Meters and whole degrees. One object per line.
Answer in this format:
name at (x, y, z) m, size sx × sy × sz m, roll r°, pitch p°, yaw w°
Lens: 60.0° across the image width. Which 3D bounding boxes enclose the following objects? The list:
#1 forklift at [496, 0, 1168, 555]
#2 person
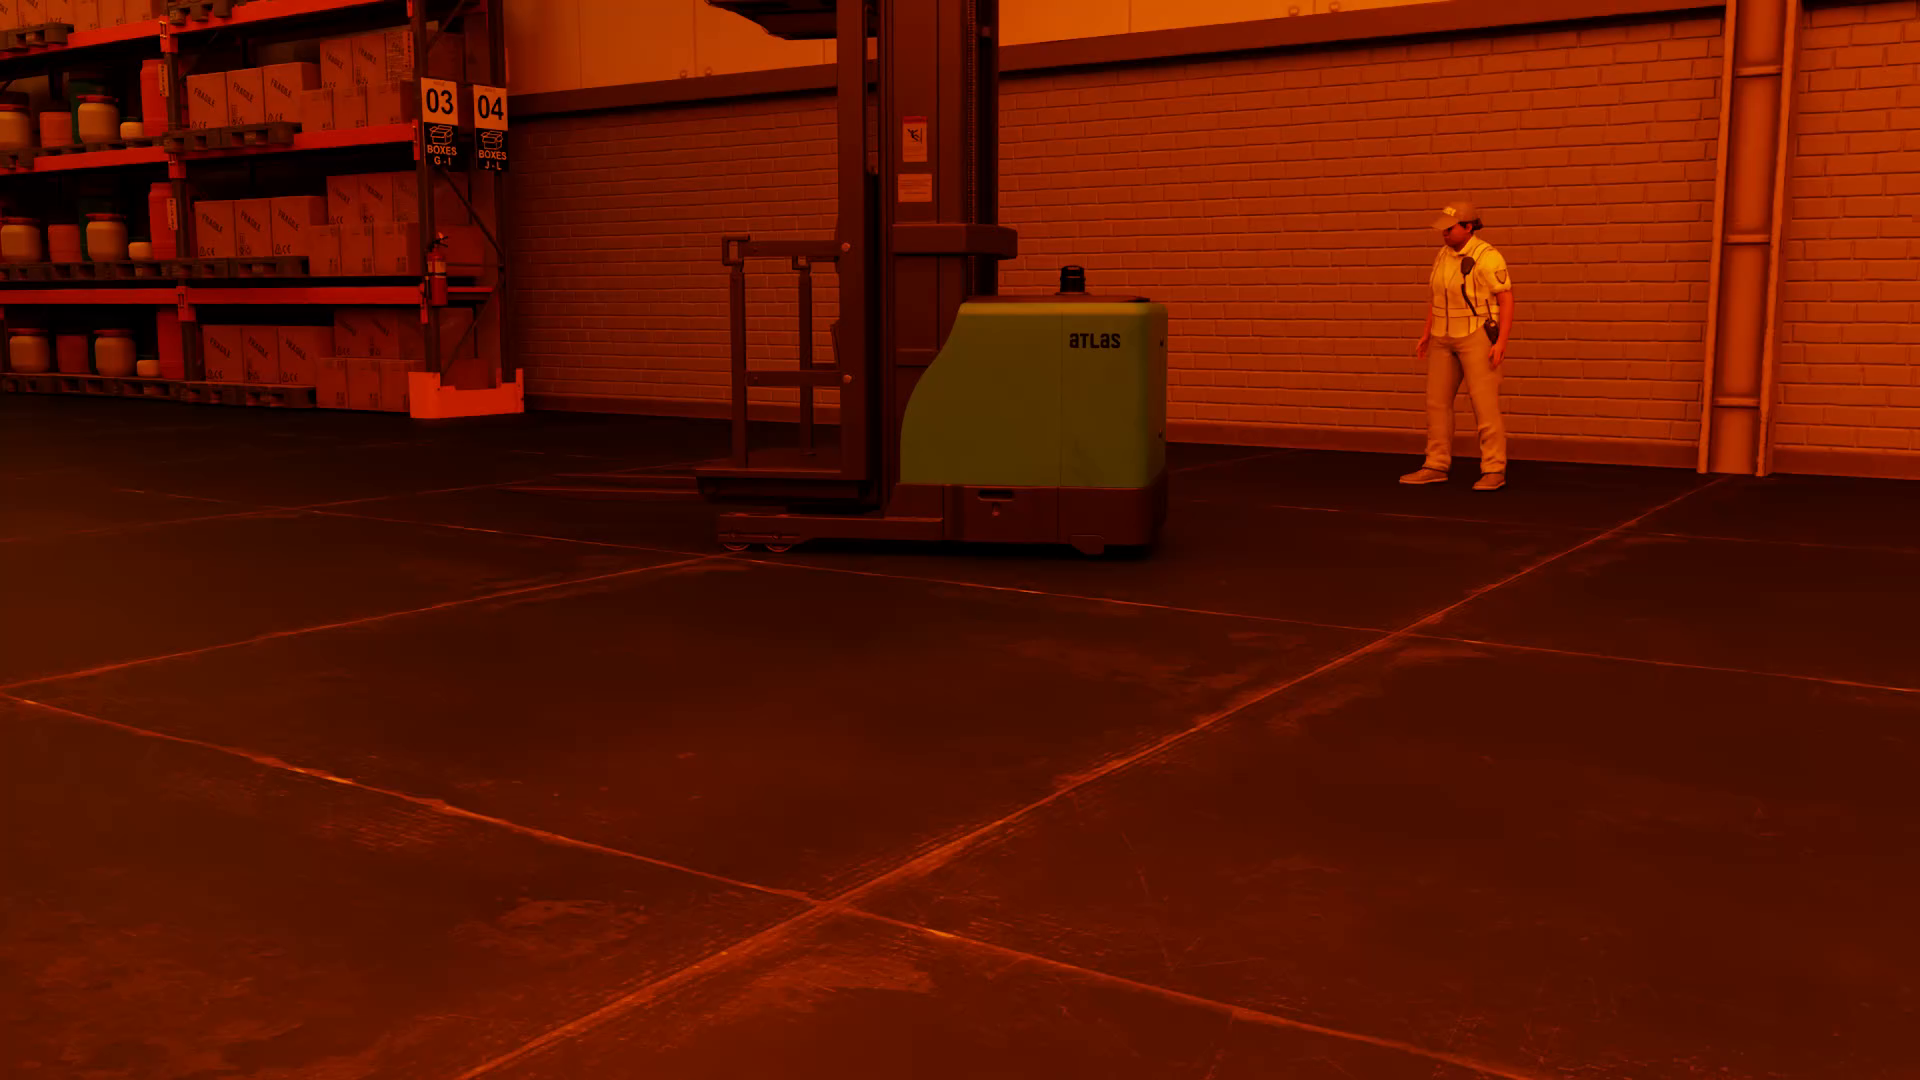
forklift at (-0.596, -1.469, 7.520) m, size 3.031 × 2.935 × 1.130 m, roll 2°, pitch 8°, yaw 12°
person at (2.958, -1.142, 9.761) m, size 0.505 × 1.666 × 0.653 m, roll -5°, pitch 10°, yaw -32°
